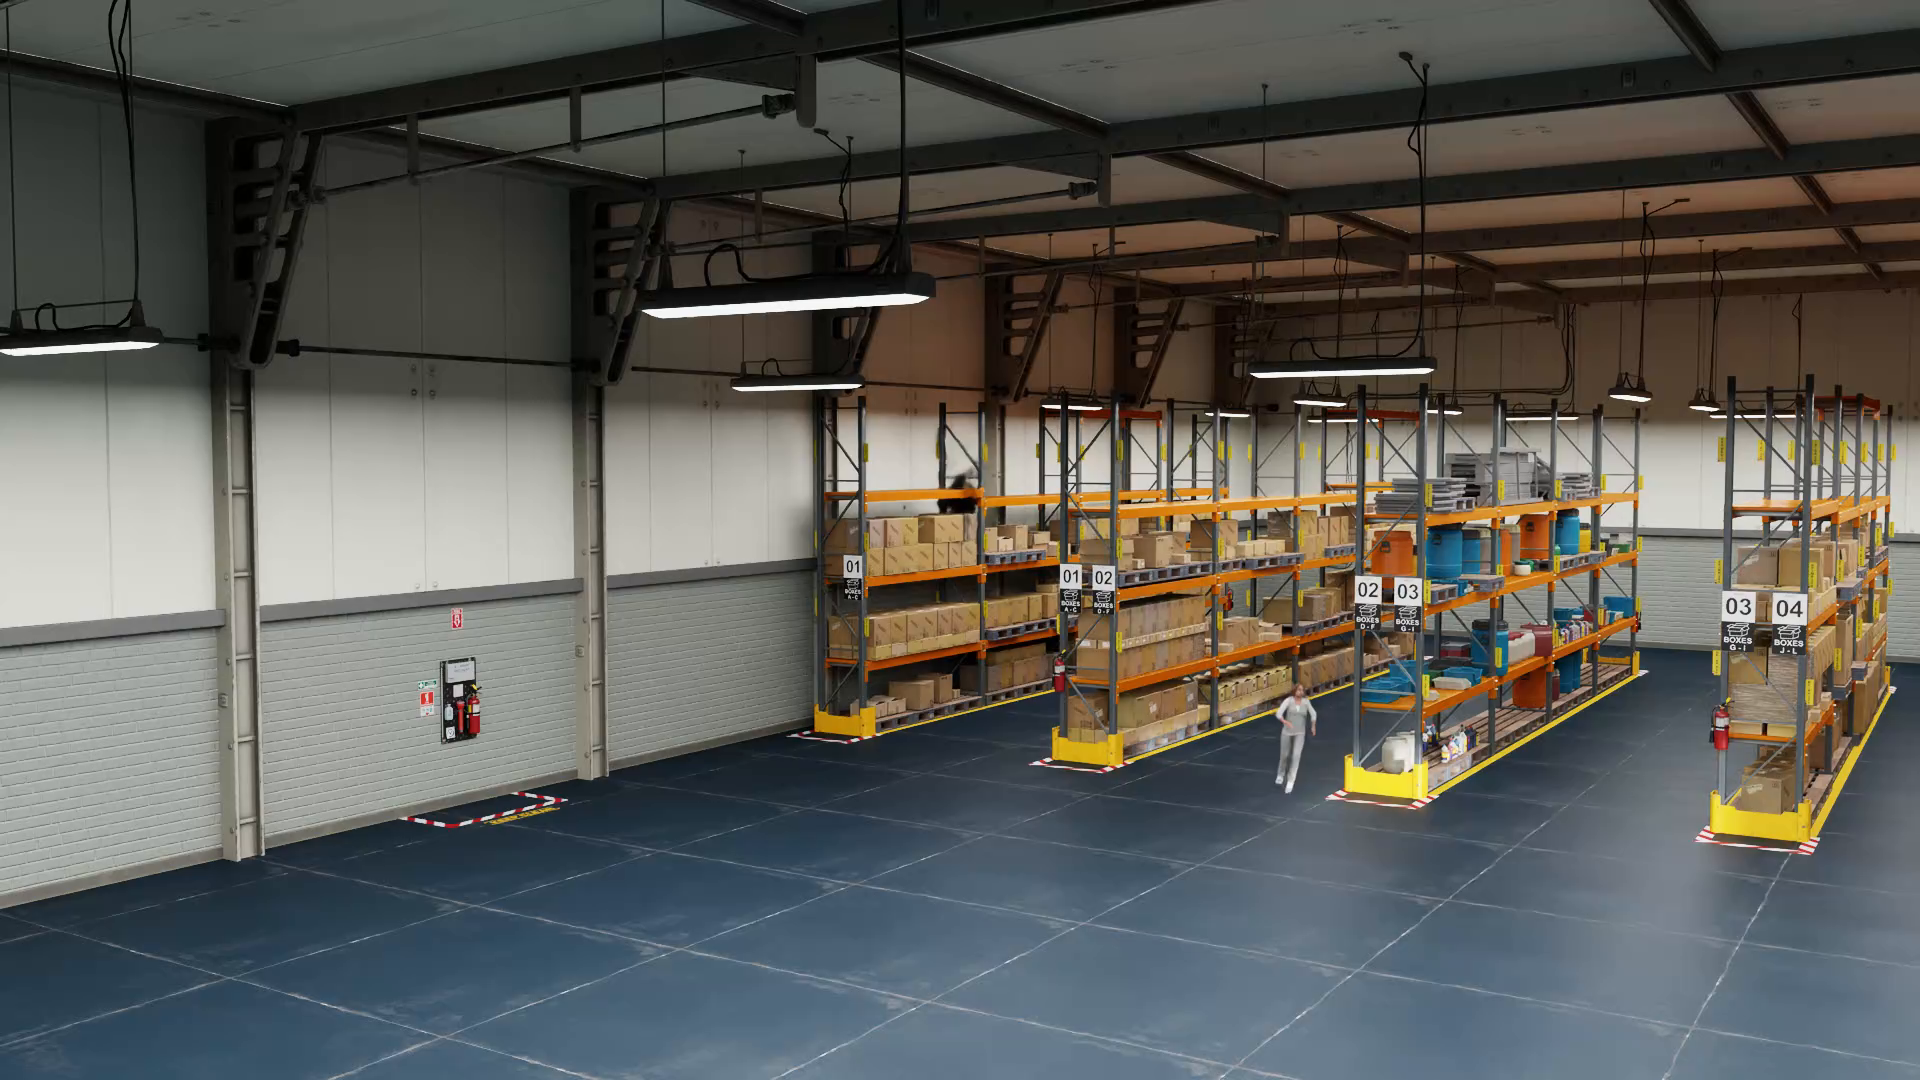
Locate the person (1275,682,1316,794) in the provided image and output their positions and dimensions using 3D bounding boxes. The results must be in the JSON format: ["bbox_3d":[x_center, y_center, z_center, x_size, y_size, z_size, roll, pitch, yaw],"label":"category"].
[{"bbox_3d":[4.980,2.907,24.658,0.603,1.609,0.667,0,3,9],"label":"person"}]
